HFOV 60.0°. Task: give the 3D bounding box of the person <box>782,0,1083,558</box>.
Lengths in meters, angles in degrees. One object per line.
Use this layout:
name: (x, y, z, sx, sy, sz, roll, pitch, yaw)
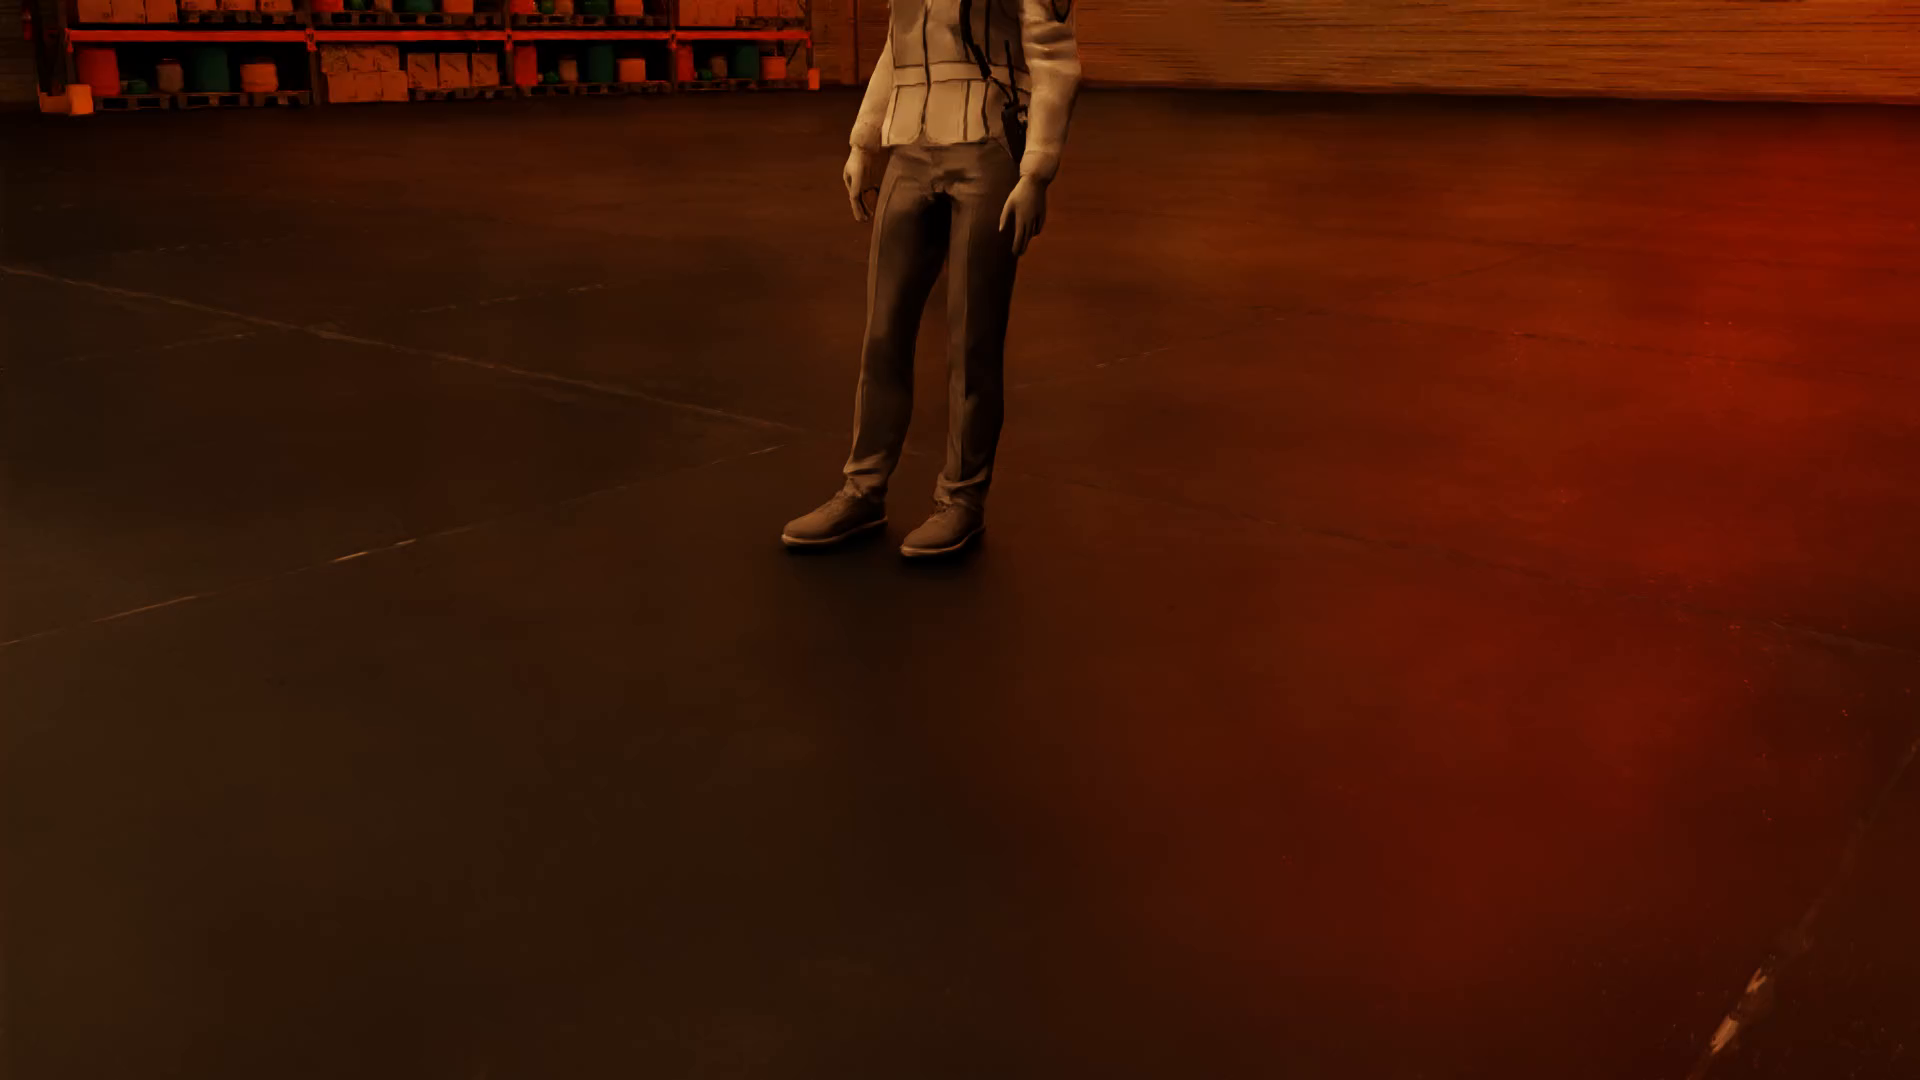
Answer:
person: (-0.049, -0.804, 3.648, 0.586, 1.695, 0.532, 13, 21, 37)
